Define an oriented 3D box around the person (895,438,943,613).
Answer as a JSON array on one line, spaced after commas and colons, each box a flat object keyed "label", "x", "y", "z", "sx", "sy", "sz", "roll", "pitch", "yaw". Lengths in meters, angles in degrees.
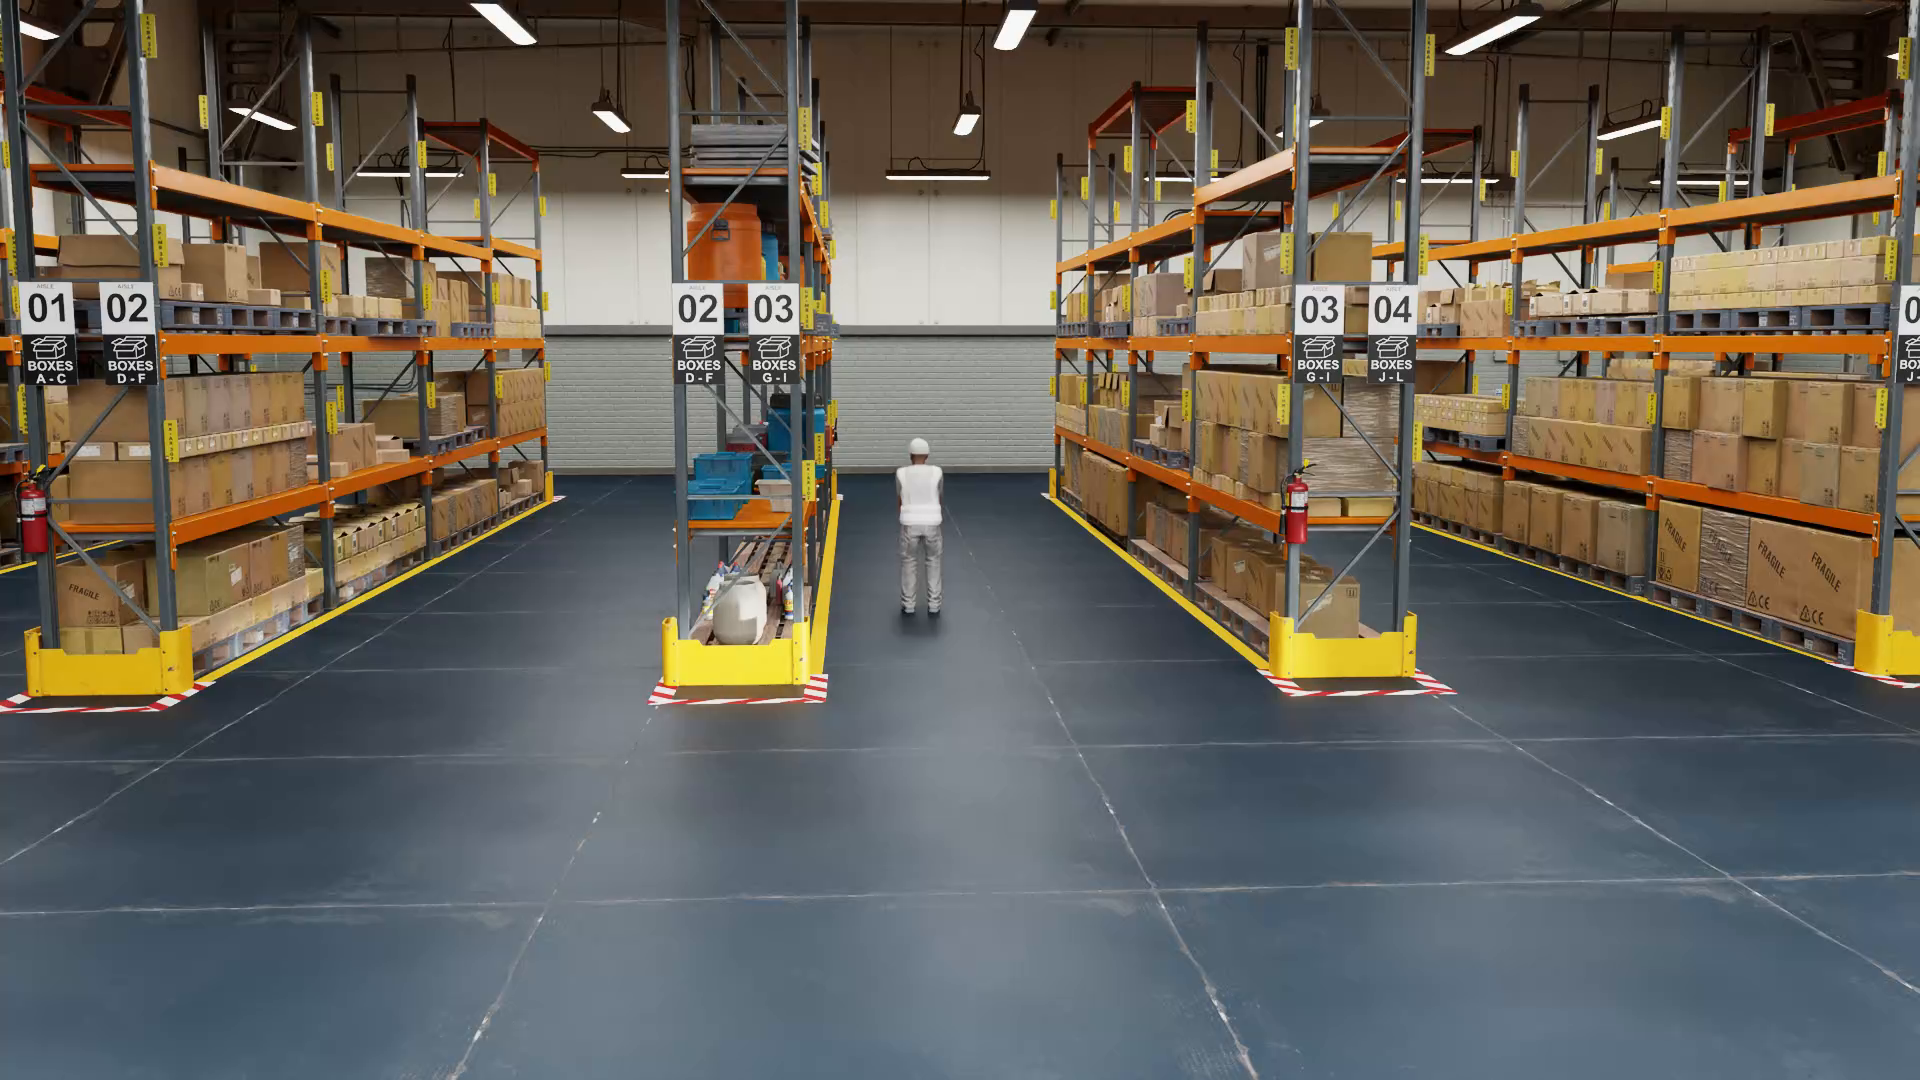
[{"label": "person", "x": -0.420, "y": -0.166, "z": 17.047, "sx": 0.489, "sy": 1.782, "sz": 0.576, "roll": 0, "pitch": 7, "yaw": -4}]
